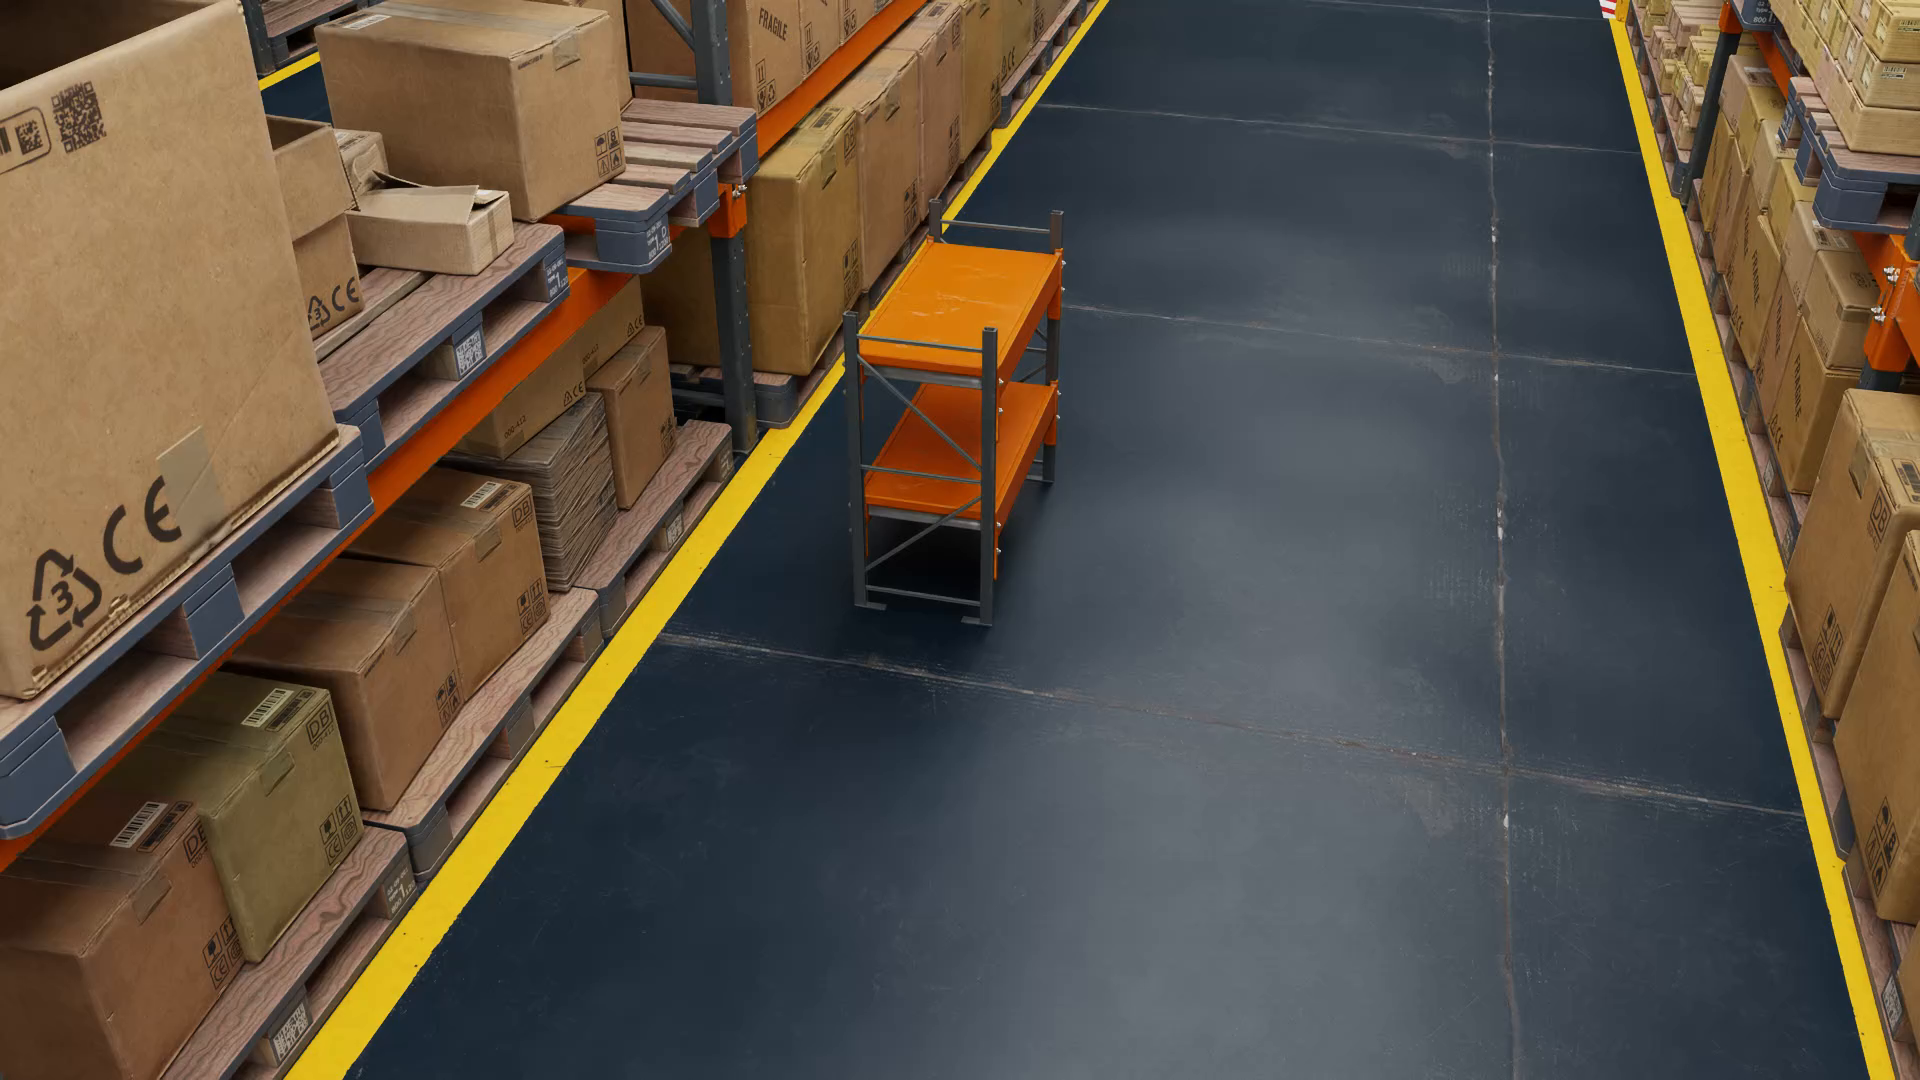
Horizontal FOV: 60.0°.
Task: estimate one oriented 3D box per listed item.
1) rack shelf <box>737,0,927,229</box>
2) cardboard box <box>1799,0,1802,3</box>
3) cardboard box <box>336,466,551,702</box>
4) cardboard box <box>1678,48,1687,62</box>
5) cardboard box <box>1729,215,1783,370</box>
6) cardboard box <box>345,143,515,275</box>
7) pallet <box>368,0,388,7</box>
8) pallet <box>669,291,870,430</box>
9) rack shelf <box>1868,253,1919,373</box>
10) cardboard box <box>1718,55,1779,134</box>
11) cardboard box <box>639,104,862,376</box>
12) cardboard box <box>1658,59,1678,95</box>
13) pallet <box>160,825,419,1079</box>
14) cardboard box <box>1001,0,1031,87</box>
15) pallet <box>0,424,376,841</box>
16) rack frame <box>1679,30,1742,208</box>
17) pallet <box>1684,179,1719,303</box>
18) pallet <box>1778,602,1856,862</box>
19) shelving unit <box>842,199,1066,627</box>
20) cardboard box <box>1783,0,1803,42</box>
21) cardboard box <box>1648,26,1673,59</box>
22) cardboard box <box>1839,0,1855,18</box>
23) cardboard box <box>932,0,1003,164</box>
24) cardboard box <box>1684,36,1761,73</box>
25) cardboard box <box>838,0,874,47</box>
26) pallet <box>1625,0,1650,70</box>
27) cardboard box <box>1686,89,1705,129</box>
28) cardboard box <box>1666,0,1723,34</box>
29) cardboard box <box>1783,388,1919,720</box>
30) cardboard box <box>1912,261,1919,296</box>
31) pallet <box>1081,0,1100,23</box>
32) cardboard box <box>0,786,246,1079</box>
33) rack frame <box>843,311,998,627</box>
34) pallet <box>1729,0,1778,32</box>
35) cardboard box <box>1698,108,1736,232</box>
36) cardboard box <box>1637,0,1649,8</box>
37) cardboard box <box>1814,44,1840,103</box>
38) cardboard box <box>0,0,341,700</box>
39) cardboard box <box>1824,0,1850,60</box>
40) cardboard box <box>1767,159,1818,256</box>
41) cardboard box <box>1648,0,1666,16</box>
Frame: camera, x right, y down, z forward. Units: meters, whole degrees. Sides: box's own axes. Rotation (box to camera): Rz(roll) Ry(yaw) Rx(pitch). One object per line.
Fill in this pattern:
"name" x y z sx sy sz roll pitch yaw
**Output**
"rack shelf" -0.825 -2.441 7.964 1.077 0.370 4.000 8 33 12
"cardboard box" 3.450 -2.163 6.423 0.380 0.149 0.250 9 34 14
"cardboard box" -1.749 0.098 5.220 0.700 0.500 0.500 11 34 16
"cardboard box" 4.539 -2.896 9.998 0.380 0.149 0.250 9 33 14
"cardboard box" 3.608 -1.024 7.003 0.500 0.500 0.500 7 33 10
"cardboard box" -1.494 -0.925 4.643 0.396 0.266 0.258 7 33 11
"pallet" -4.651 -4.302 12.820 1.003 0.211 1.213 8 33 12
"pallet" -1.059 -0.929 7.514 1.003 0.211 1.213 8 33 12
"rack shelf" 2.932 0.363 3.554 1.077 0.370 4.000 8 33 12
"cardboard box" 4.012 -2.146 8.069 0.500 0.250 0.500 7 33 10
"cardboard box" -1.137 -1.342 7.155 1.225 0.875 0.875 7 33 10
"cardboard box" 4.487 -2.816 10.149 0.380 0.149 0.250 8 33 12
"pallet" -2.151 1.142 4.257 1.003 0.211 1.213 8 33 12
"cardboard box" -0.072 -3.394 10.382 0.875 0.875 0.875 8 33 12
"pallet" -2.013 0.073 3.517 1.003 0.211 1.213 8 33 12
"rack frame" 4.455 -3.054 8.259 1.000 3.000 0.127 8 33 12
"pallet" 4.259 -1.473 8.371 1.003 0.211 1.213 8 33 12
"pallet" 3.167 0.597 5.114 1.003 0.211 1.213 8 33 12
"shelving unit" 0.002 -0.478 5.954 0.538 1.125 1.048 8 33 12
"cardboard box" 3.451 -2.033 6.495 0.380 0.149 0.250 9 34 14
"cardboard box" 4.693 -3.219 10.783 0.380 0.149 0.250 6 33 10
"cardboard box" 3.253 -1.884 5.705 0.380 0.149 0.250 9 34 14
"cardboard box" -0.460 -2.728 9.334 1.225 0.875 0.875 8 33 13
"cardboard box" 4.376 -2.768 9.519 0.380 0.149 0.250 8 33 12
"cardboard box" -0.690 -2.498 7.290 0.500 0.500 0.500 7 33 12
"pallet" 5.210 -3.497 11.554 1.003 0.211 1.213 8 33 12
"cardboard box" 4.227 -2.361 9.156 0.380 0.149 0.250 9 33 13
"cardboard box" 4.553 -3.186 10.178 0.380 0.149 0.250 7 33 11
"cardboard box" 3.198 0.097 5.007 1.050 0.750 0.750 8 33 12
"cardboard box" 3.065 -0.825 4.658 0.500 0.500 0.500 8 33 13
"pallet" 0.571 -4.255 12.747 1.003 0.211 1.213 8 33 12
"cardboard box" -2.171 0.923 3.922 0.700 0.500 0.500 6 33 9
"rack frame" -0.127 -0.214 5.539 0.500 1.125 0.032 8 33 12
"pallet" 4.120 -2.597 7.717 1.003 0.211 1.213 8 33 12
"cardboard box" 4.011 -1.829 8.270 0.500 0.500 0.500 9 34 14
"cardboard box" 5.027 -3.876 11.817 0.380 0.149 0.250 9 33 13
"cardboard box" 3.250 -1.631 5.862 0.380 0.149 0.250 9 33 13
"cardboard box" -2.010 -0.454 3.218 1.000 1.000 1.000 8 33 13
"cardboard box" 3.255 -1.769 5.803 0.380 0.149 0.250 9 33 14
"cardboard box" 3.621 -1.333 6.791 0.500 0.250 0.500 9 33 14
"cardboard box" 4.818 -3.601 11.107 0.380 0.149 0.250 9 34 14
